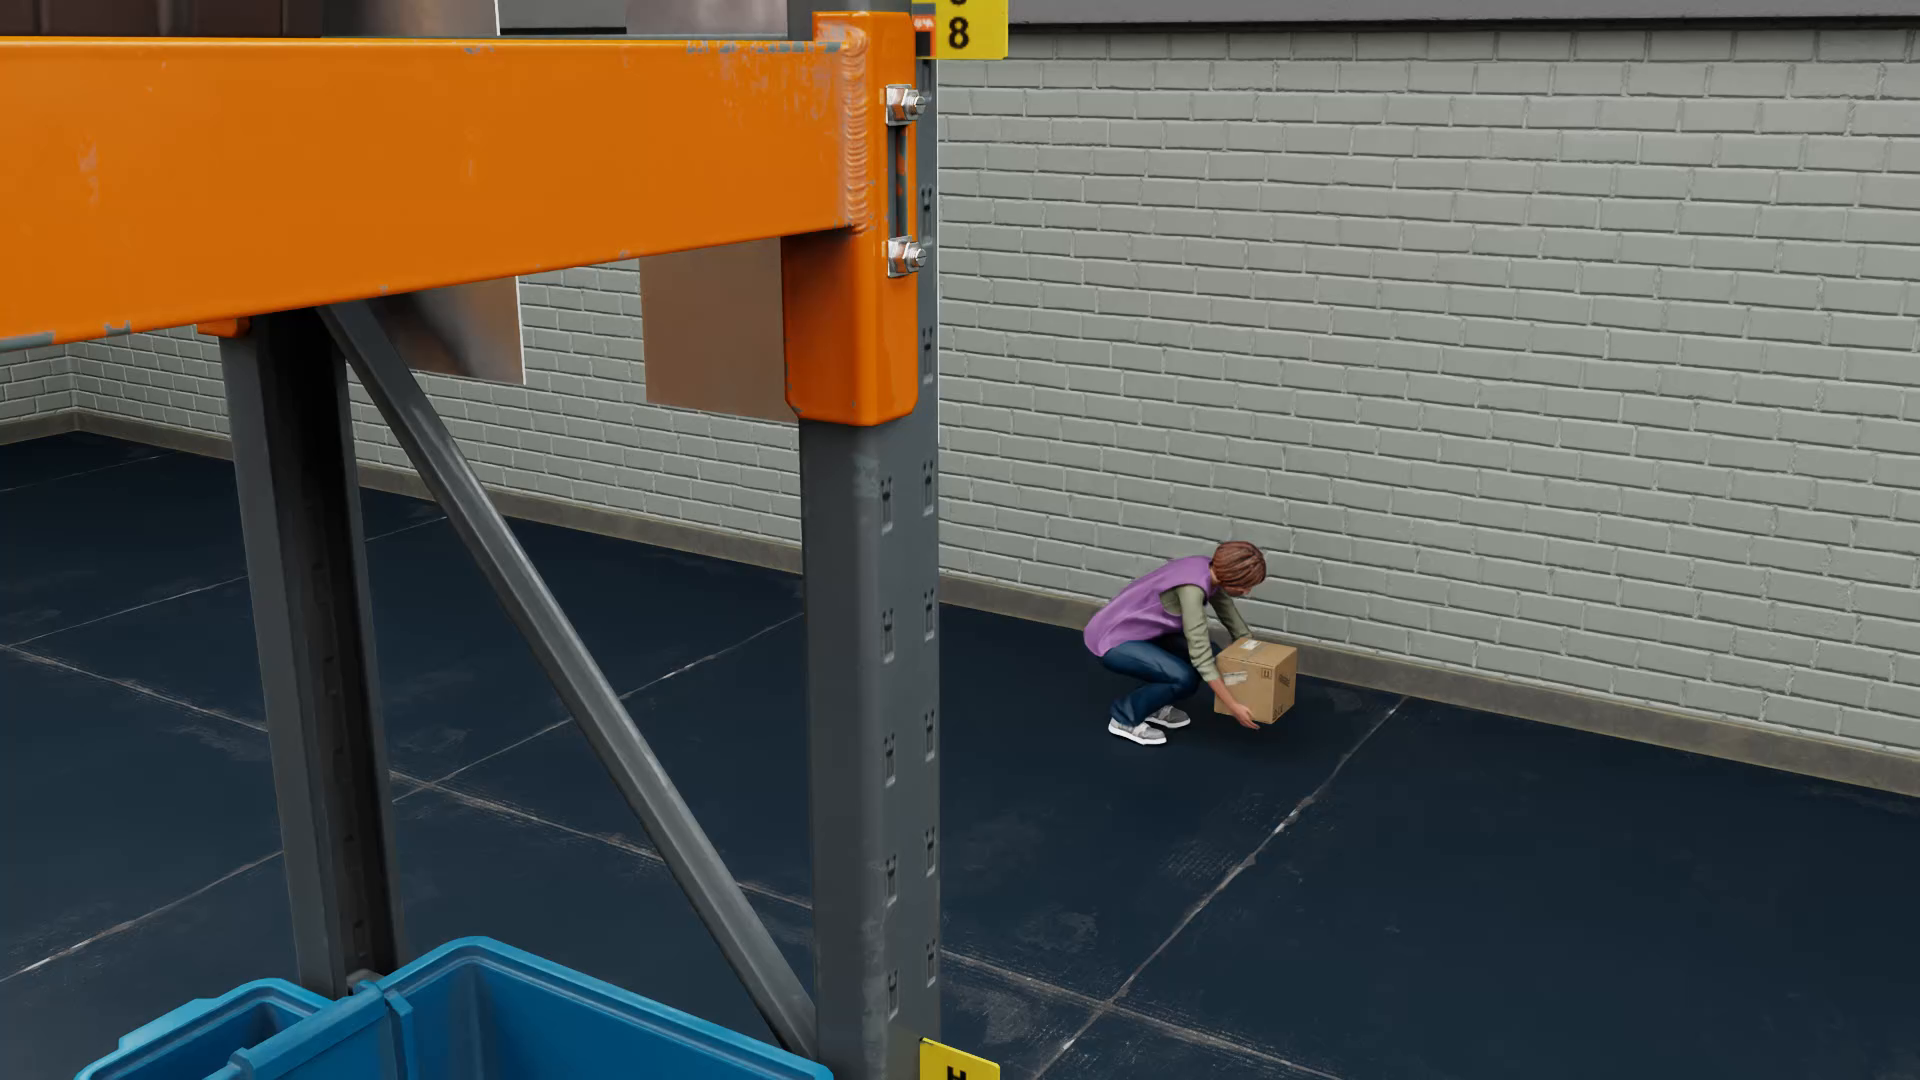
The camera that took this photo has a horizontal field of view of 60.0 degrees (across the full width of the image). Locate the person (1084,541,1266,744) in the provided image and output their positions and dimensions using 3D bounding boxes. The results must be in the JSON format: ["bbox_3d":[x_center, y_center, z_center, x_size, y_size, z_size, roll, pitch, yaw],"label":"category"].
[{"bbox_3d":[0.921,0.407,6.938,0.813,0.888,0.454,10,19,30],"label":"person"}]
